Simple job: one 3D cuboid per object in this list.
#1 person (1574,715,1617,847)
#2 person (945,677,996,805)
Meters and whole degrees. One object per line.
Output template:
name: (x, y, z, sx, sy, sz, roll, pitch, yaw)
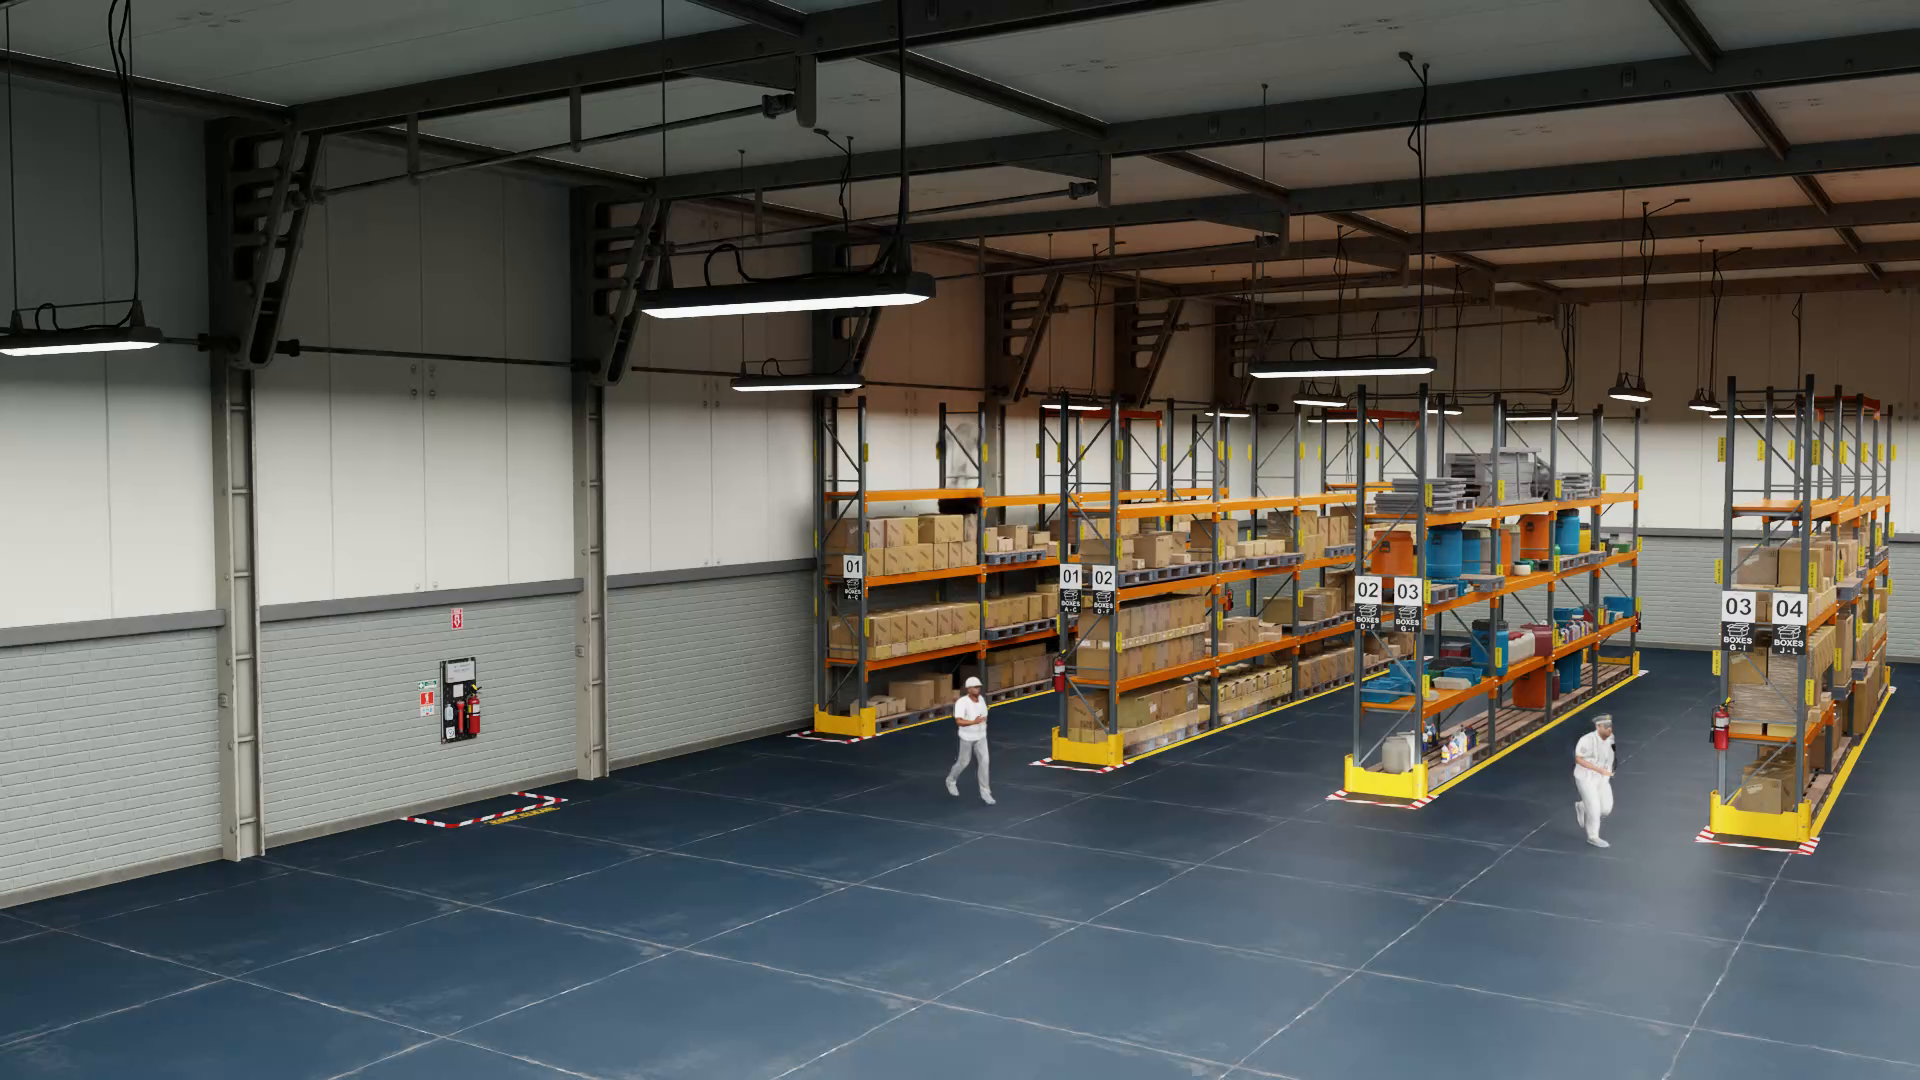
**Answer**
person: (8.080, 3.044, 21.205, 0.648, 1.719, 0.762, -1, 3, -18)
person: (0.155, 2.840, 23.793, 0.688, 1.781, 0.950, -3, 4, -40)
